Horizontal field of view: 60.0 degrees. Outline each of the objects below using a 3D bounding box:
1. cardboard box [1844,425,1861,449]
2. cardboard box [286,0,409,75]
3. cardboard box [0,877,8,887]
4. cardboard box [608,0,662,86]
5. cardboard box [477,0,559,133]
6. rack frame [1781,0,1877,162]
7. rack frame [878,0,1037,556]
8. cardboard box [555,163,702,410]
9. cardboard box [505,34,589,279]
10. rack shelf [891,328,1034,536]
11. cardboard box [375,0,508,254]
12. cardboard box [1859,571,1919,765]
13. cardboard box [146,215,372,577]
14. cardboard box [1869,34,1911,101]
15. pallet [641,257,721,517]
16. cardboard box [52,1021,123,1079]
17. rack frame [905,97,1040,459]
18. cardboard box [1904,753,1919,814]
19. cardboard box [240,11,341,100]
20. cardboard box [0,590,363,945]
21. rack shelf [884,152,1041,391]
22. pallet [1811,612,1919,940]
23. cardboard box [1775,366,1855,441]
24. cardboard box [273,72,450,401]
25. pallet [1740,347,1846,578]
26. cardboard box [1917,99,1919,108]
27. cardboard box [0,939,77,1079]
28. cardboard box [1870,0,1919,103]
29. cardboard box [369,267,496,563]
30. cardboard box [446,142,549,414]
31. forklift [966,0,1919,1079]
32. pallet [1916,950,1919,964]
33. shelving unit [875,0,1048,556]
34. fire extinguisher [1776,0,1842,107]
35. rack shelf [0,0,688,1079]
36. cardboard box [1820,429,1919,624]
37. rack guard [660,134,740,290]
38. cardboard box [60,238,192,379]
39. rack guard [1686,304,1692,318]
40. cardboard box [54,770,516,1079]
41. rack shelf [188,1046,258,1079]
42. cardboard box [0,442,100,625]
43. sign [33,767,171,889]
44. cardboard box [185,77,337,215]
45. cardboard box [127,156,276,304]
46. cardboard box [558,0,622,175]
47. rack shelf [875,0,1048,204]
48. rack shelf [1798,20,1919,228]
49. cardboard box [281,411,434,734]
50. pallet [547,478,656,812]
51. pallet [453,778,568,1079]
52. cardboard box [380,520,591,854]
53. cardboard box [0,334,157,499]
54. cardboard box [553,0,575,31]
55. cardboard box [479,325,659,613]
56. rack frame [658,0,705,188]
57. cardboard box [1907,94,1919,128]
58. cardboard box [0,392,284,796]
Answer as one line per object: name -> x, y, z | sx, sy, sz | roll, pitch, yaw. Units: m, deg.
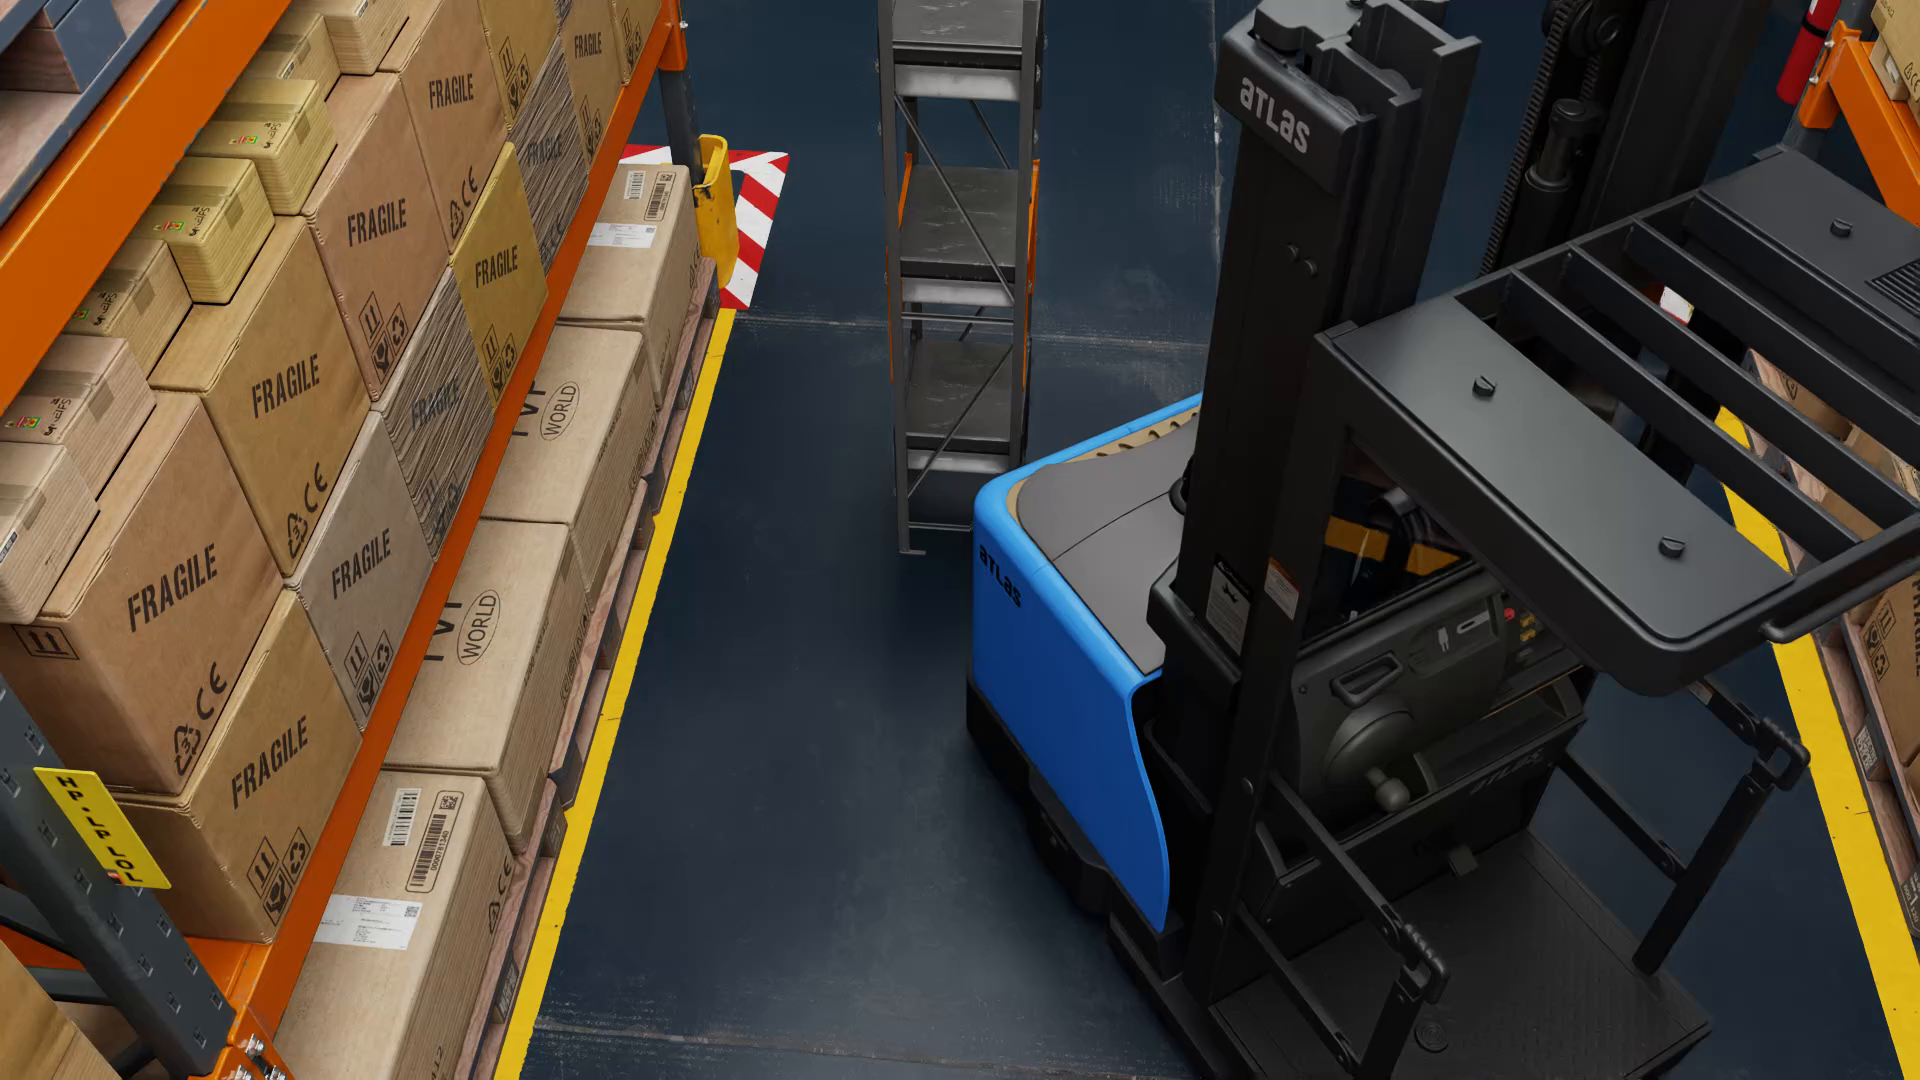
cardboard box -> 3.213, -0.250, 5.594 | 0.380, 0.149, 0.250 | 2, 48, 2
cardboard box -> -1.422, -1.138, 3.573 | 0.380, 0.149, 0.250 | 4, 48, 4
cardboard box -> -2.079, 0.393, 3.290 | 0.500, 0.500, 0.500 | 4, 48, 4
cardboard box -> -1.283, -1.816, 5.310 | 0.500, 0.500, 0.500 | 4, 48, 4
cardboard box -> -1.376, -1.406, 4.258 | 0.500, 0.500, 0.500 | 4, 48, 3
rack frame -> 3.441, -1.823, 5.385 | 1.000, 3.000, 0.127 | 4, 48, 4
rack frame -> -0.007, -0.651, 4.922 | 0.400, 2.100, 0.015 | 4, 48, 4
cardboard box -> -1.463, -0.940, 6.029 | 0.875, 0.438, 0.875 | 2, 48, 2
cardboard box -> -1.381, -1.070, 4.628 | 0.500, 0.500, 0.500 | 5, 48, 5
rack shelf -> 0.015, -0.349, 5.613 | 0.431, 0.518, 0.480 | 4, 48, 4
cardboard box -> -1.424, -1.037, 3.920 | 0.500, 0.500, 0.500 | 4, 48, 3
cardboard box -> 3.026, 0.329, 4.826 | 0.500, 0.500, 0.500 | 5, 48, 4
cardboard box -> -1.530, -0.291, 3.238 | 0.500, 0.500, 0.500 | 3, 48, 3
cardboard box -> 3.138, -1.516, 5.274 | 0.380, 0.149, 0.250 | 4, 48, 3
pallet -> -1.498, -0.621, 6.175 | 1.003, 0.211, 1.213 | 4, 48, 4
cardboard box -> -1.665, 1.007, 2.559 | 0.500, 0.250, 0.500 | 4, 48, 3
rack frame -> 0.037, -1.010, 5.250 | 0.400, 2.100, 0.015 | 4, 48, 4
cardboard box -> 3.079, 0.710, 4.477 | 0.700, 0.500, 0.500 | 2, 48, 2
cardboard box -> -1.513, -0.962, 3.412 | 0.380, 0.149, 0.250 | 4, 48, 3
cardboard box -> -1.564, 0.424, 3.262 | 0.500, 0.500, 0.500 | 5, 48, 5
rack shelf -> 0.015, -0.821, 5.097 | 0.431, 0.518, 0.480 | 4, 48, 4
pallet -> 3.248, 0.654, 5.009 | 1.003, 0.211, 1.213 | 4, 48, 4
cardboard box -> 3.291, -0.680, 5.746 | 0.797, 0.503, 0.637 | 2, 48, 2
cardboard box -> -1.472, -0.666, 3.581 | 0.500, 0.500, 0.500 | 5, 48, 4
pallet -> 3.362, -0.240, 5.827 | 1.003, 0.211, 1.213 | 4, 48, 4
cardboard box -> 3.085, -1.187, 4.703 | 0.500, 0.250, 0.500 | 4, 48, 4
cardboard box -> -1.658, 0.759, 2.278 | 0.500, 0.500, 0.500 | 5, 48, 5
cardboard box -> 3.131, -1.558, 5.042 | 0.500, 0.250, 0.500 | 4, 48, 4
cardboard box -> -1.462, -0.311, 3.934 | 0.500, 0.500, 0.500 | 4, 48, 4
cardboard box -> -1.415, -0.689, 4.280 | 0.500, 0.500, 0.500 | 5, 48, 5
forklift -> 1.191, 0.359, 3.435 | 1.130, 2.935, 3.031 | -23, 52, -20
pallet -> 3.140, 1.552, 4.187 | 1.003, 0.211, 1.213 | 4, 48, 4
shelving unit -> 0.015, -0.830, 5.086 | 0.431, 2.100, 0.503 | 4, 48, 4
fire extinguisher -> 2.994, -1.811, 5.678 | 0.296, 0.674, 0.183 | 4, 48, 4
rack shelf -> -1.685, -0.442, 4.609 | 1.077, 0.370, 4.000 | 4, 48, 4
cardboard box -> 3.174, -0.053, 5.175 | 0.700, 0.500, 0.500 | 6, 48, 5
rack guard -> -1.500, -1.329, 6.626 | 1.175, 0.500, 0.348 | 4, 48, 4
cardboard box -> -1.591, -0.400, 2.898 | 0.380, 0.149, 0.250 | 3, 48, 3
rack guard -> 3.434, -0.924, 6.256 | 1.175, 0.500, 0.348 | 4, 48, 4
cardboard box -> -1.703, 1.054, 4.205 | 0.875, 0.438, 0.875 | 3, 48, 3
rack shelf -> -2.049, 2.497, 1.921 | 1.077, 0.370, 4.000 | 4, 48, 4
cardboard box -> -1.580, -0.020, 2.550 | 0.380, 0.149, 0.250 | 3, 48, 3
sign -> -1.326, 0.450, 2.575 | 0.100, 0.325, 0.005 | 4, 48, 4
cardboard box -> -1.455, -0.772, 3.238 | 0.380, 0.149, 0.250 | 3, 48, 2
cardboard box -> -1.508, -0.578, 3.061 | 0.380, 0.149, 0.250 | 4, 48, 3
cardboard box -> -1.344, -1.448, 4.974 | 0.500, 0.500, 0.500 | 3, 48, 3
rack shelf -> 0.015, -1.293, 4.580 | 0.431, 0.518, 0.480 | 4, 48, 4
rack shelf -> 3.258, -0.111, 4.306 | 1.077, 0.370, 4.000 | 4, 48, 4
cardboard box -> -1.514, 0.054, 3.600 | 0.500, 0.500, 0.500 | 4, 48, 4
pallet -> -1.611, 0.274, 5.357 | 1.003, 0.211, 1.213 | 4, 48, 4
pallet -> -1.720, 1.172, 4.535 | 1.003, 0.211, 1.213 | 4, 48, 4
cardboard box -> -1.622, 0.396, 4.807 | 0.875, 0.438, 0.875 | 3, 48, 2
cardboard box -> -1.573, -0.209, 2.724 | 0.380, 0.149, 0.250 | 5, 48, 4
cardboard box -> -1.328, -1.769, 4.590 | 0.500, 0.500, 0.500 | 4, 48, 4
cardboard box -> -1.538, -0.267, 5.413 | 0.875, 0.438, 0.875 | 5, 48, 5
rack frame -> -1.503, -2.154, 5.688 | 1.000, 3.000, 0.127 | 4, 48, 4
cardboard box -> 3.160, -1.326, 5.100 | 0.380, 0.149, 0.250 | 5, 48, 4
cardboard box -> -1.583, 0.080, 2.899 | 0.500, 0.500, 0.500 | 4, 48, 4
